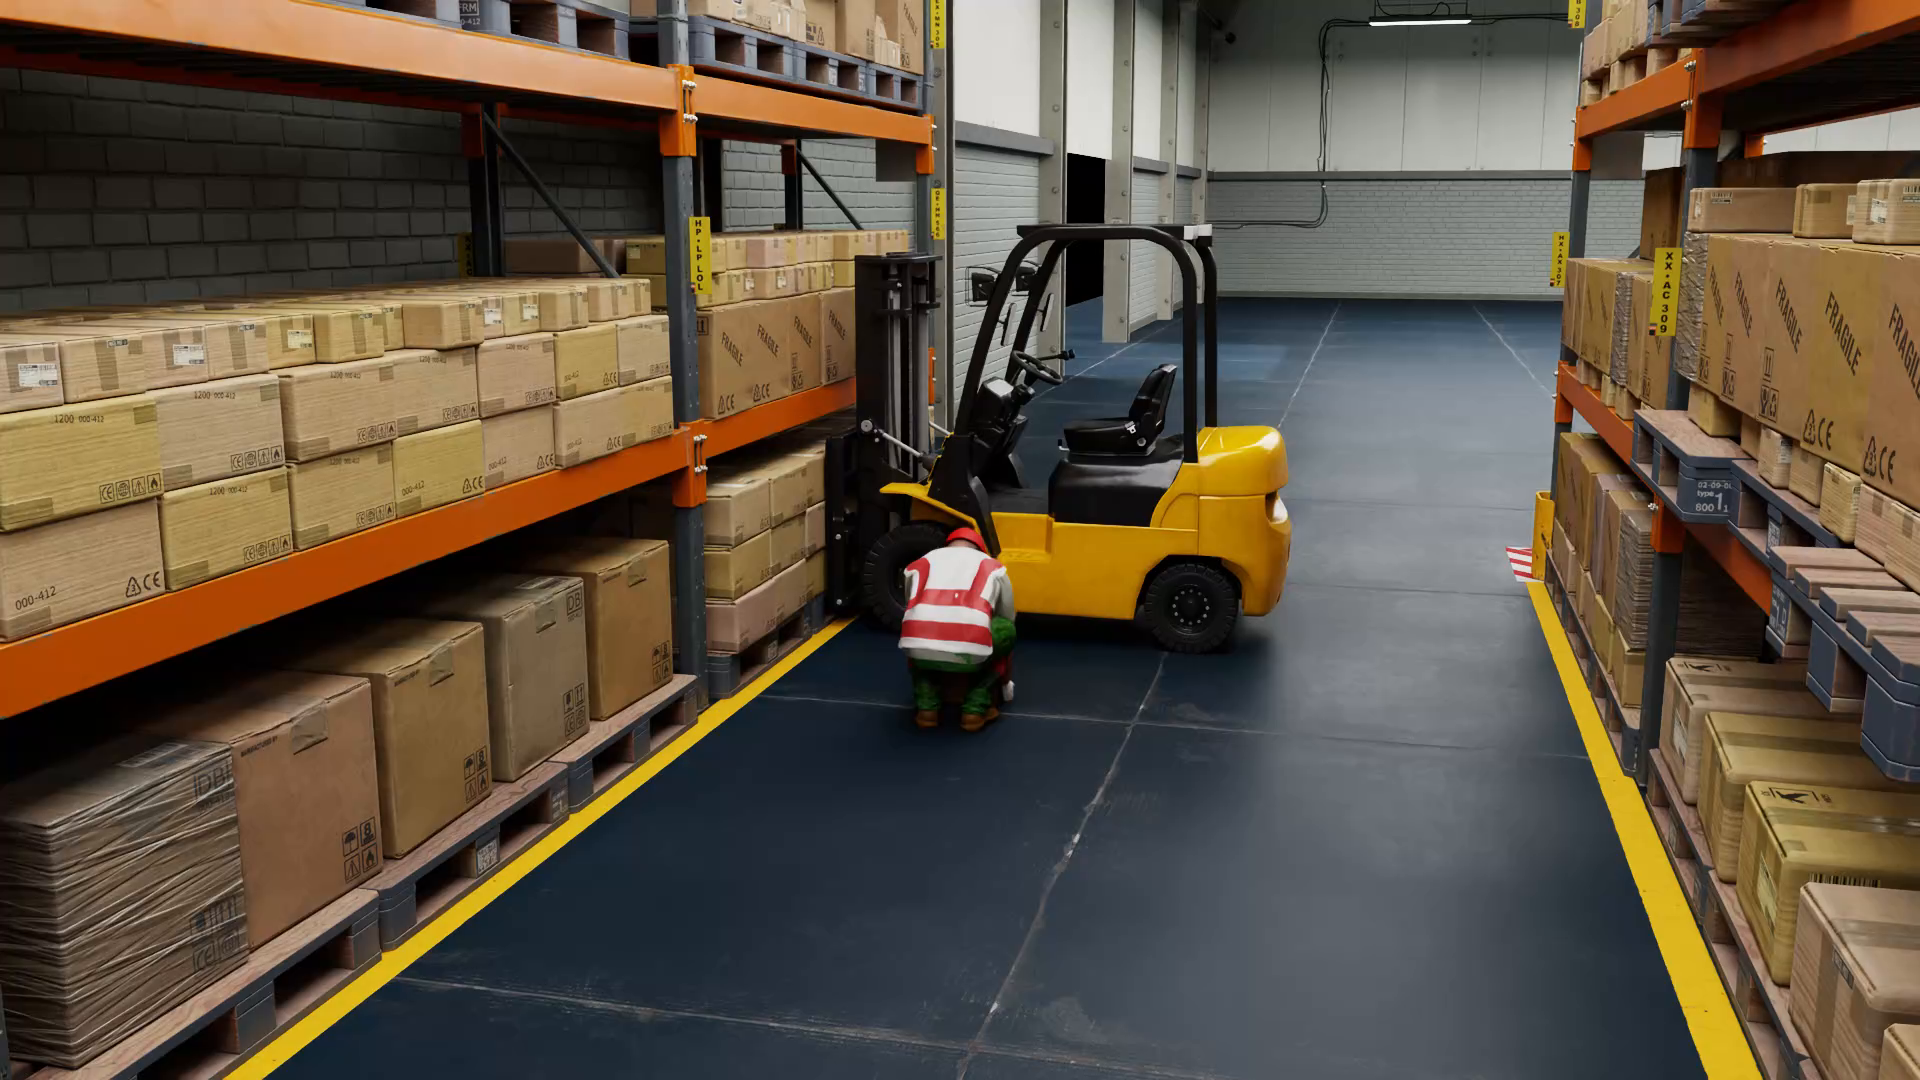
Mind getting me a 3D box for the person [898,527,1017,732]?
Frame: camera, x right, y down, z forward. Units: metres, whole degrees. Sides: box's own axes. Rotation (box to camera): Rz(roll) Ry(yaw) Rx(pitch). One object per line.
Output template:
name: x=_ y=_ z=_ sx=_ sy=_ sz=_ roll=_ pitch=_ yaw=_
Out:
person: x=-0.013 y=0.441 z=7.442 sx=0.540 sy=0.876 sz=0.914 roll=3 pitch=12 yaw=13
